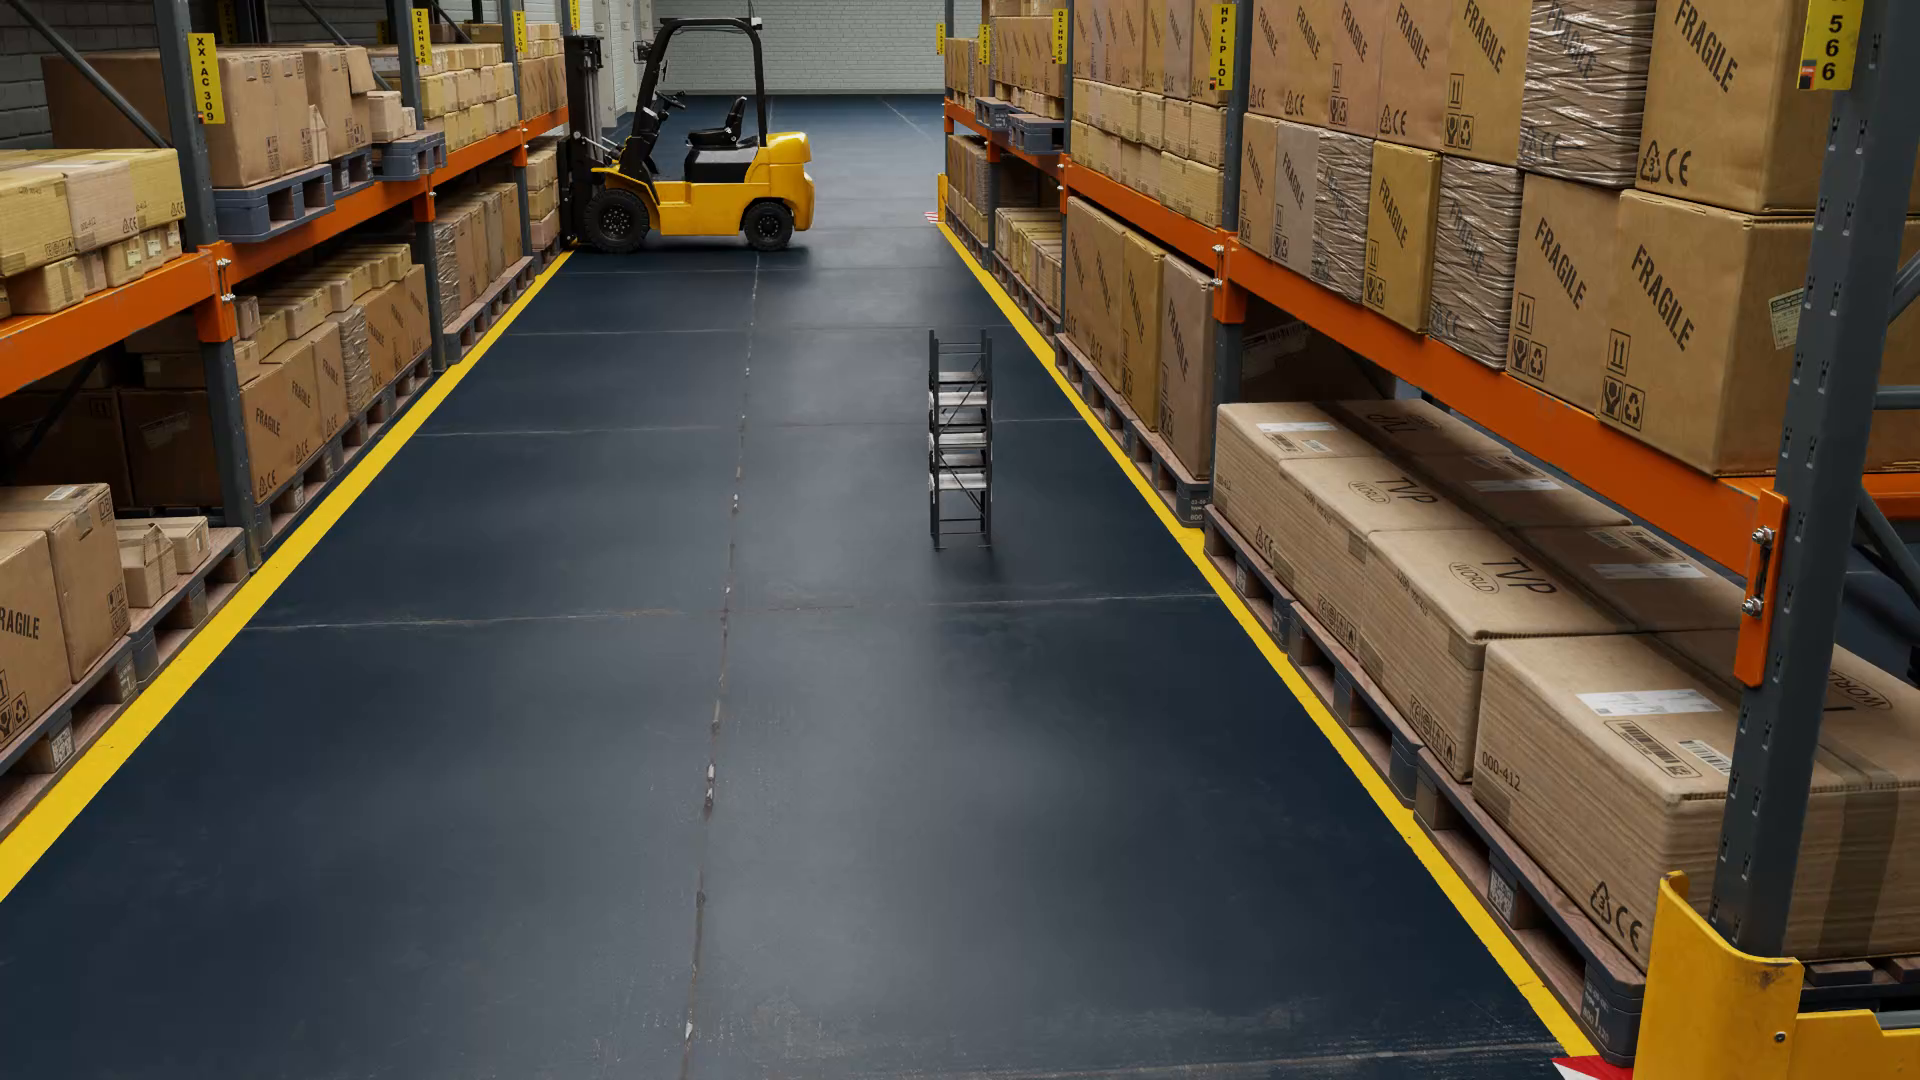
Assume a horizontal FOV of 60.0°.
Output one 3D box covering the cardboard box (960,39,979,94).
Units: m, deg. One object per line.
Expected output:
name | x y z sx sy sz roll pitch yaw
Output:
cardboard box | 0.283 -4.605 16.174 0.500 0.500 0.500 -2 18 -7

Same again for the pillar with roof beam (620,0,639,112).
pillar with roof beam | -3.616 -14.778 39.226 9.100 9.000 0.400 -2 18 -6

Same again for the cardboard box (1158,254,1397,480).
cardboard box | 1.433 -0.816 7.614 0.875 0.875 0.875 -1 17 -4

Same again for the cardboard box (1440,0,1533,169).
cardboard box | 1.572 -1.219 4.214 0.500 0.500 0.500 -2 18 -6

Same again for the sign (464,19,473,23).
sign | -5.151 -5.303 17.484 0.100 0.325 0.005 -2 18 -6

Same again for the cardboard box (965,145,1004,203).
cardboard box | 0.316 -3.548 16.109 0.500 0.500 0.500 -1 17 -3

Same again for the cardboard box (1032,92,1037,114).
cardboard box | 0.708 -3.036 11.559 0.380 0.149 0.250 -3 18 -8

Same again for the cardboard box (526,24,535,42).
cardboard box | -4.000 -4.510 14.788 0.380 0.149 0.250 -1 17 -4

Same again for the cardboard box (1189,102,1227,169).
cardboard box | 1.289 -1.738 7.120 0.500 0.250 0.500 -2 18 -6

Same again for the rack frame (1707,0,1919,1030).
rack frame | 1.986 -0.255 2.982 0.949 2.616 0.053 -2 18 -6

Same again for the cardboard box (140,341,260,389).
cardboard box | -3.133 -0.725 6.867 0.380 0.149 0.250 -1 17 -3

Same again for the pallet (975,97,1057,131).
pallet | 0.686 -3.507 13.659 1.003 0.211 1.213 -2 18 -6

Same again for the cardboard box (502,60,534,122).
cardboard box | -3.971 -3.864 14.310 0.500 0.500 0.500 -2 18 -7

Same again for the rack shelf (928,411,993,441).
rack shelf | 0.001 -0.481 7.018 0.258 0.077 0.200 -2 18 -6

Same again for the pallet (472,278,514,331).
pallet | -3.942 -1.763 12.440 1.003 0.211 1.213 -2 18 -6

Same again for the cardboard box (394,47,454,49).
cardboard box | -3.779 -3.404 11.763 0.380 0.149 0.250 -2 18 -6

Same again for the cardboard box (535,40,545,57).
cardboard box | -4.096 -4.598 15.564 0.380 0.149 0.250 -2 18 -7

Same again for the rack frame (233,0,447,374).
rack frame | -3.773 -2.484 10.082 1.000 3.000 0.127 -2 18 -6

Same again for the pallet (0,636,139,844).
pallet | -3.161 0.607 4.892 1.003 0.211 1.213 -2 18 -6

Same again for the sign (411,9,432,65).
sign | -3.234 -3.019 9.983 0.100 0.325 0.005 -2 18 -6

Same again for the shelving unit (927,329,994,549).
shelving unit | 0.001 -0.427 7.035 0.258 0.900 0.210 -2 18 -6

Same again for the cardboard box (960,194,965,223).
cardboard box | 0.261 -3.347 16.721 0.500 0.250 0.500 -1 17 -2

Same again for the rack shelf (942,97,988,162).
rack shelf | 0.545 -4.083 16.376 1.077 0.370 4.000 -2 18 -6

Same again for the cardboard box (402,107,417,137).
cardboard box | -3.323 -2.381 9.471 0.380 0.149 0.250 -1 17 -5

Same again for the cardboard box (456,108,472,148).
cardboard box | -3.682 -2.856 11.516 0.500 0.250 0.500 -2 18 -7

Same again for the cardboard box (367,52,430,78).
cardboard box | -3.513 -2.946 10.302 0.380 0.149 0.250 -1 17 -4

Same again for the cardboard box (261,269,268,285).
cardboard box | -3.987 -1.401 9.021 0.380 0.149 0.250 -3 18 -8

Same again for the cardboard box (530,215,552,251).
cardboard box | -3.906 -2.719 14.719 0.500 0.250 0.500 -2 18 -5

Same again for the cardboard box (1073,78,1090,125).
cardboard box | 0.971 -2.647 10.017 0.500 0.250 0.500 -2 18 -6

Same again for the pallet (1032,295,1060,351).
pallet | 1.085 -1.541 11.734 1.003 0.211 1.213 -2 18 -6

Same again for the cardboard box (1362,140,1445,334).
cardboard box | 1.510 -0.895 4.853 0.500 0.500 0.500 -1 17 -4

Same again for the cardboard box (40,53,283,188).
cardboard box | -3.188 -1.692 6.690 0.700 0.500 0.500 -1 17 -4

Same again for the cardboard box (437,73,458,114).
cardboard box | -3.626 -2.940 10.950 0.500 0.250 0.500 -1 17 -4

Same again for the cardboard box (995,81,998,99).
cardboard box | 0.494 -3.737 13.789 0.380 0.149 0.250 -2 17 -5

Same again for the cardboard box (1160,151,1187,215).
cardboard box | 1.228 -1.653 7.685 0.500 0.250 0.500 -2 18 -6

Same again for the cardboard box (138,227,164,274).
cardboard box | -3.028 -1.009 5.801 0.380 0.149 0.250 -1 17 -4

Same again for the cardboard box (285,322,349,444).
cardboard box | -3.298 -0.759 8.057 0.500 0.500 0.500 -2 18 -7

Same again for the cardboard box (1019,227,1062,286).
cardboard box | 0.959 -2.200 12.862 0.950 0.372 0.625 -1 17 -4

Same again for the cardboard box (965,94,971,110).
cardboard box | 0.248 -4.252 16.133 0.380 0.149 0.250 -2 18 -5

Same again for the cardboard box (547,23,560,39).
cardboard box | -4.241 -5.117 16.722 0.380 0.149 0.250 -1 17 -4

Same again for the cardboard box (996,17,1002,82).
cardboard box | 0.567 -3.923 13.299 0.500 0.500 0.500 -2 18 -5

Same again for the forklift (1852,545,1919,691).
forklift | 3.714 -0.785 4.786 1.130 2.935 3.031 1 17 4

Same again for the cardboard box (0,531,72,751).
cardboard box | -2.921 0.290 4.718 0.500 0.500 0.500 -1 17 -5

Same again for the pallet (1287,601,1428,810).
pallet | 1.706 0.477 5.306 1.003 0.211 1.213 -2 18 -6

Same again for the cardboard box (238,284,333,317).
cardboard box | -3.386 -1.191 8.354 0.380 0.149 0.250 -2 18 -5

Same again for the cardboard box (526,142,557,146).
cardboard box | -4.120 -3.804 16.505 0.500 0.250 0.500 -2 17 -5

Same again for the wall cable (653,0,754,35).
wall cable | -7.505 -15.870 47.887 3.097 2.526 0.112 -2 18 -6

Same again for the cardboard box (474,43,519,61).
cardboard box | -3.957 -4.136 14.095 0.380 0.149 0.250 -2 18 -7

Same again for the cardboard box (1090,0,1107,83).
cardboard box | 1.032 -2.862 9.448 0.500 0.500 0.500 -2 18 -5

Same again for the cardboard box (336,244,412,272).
cardboard box | -3.470 -1.662 9.853 0.380 0.149 0.250 -3 18 -8

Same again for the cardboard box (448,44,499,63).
cardboard box | -3.885 -3.862 13.221 0.380 0.149 0.250 -2 18 -6

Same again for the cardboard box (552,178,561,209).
cardboard box | -4.022 -3.257 15.598 0.500 0.250 0.500 -2 18 -6
